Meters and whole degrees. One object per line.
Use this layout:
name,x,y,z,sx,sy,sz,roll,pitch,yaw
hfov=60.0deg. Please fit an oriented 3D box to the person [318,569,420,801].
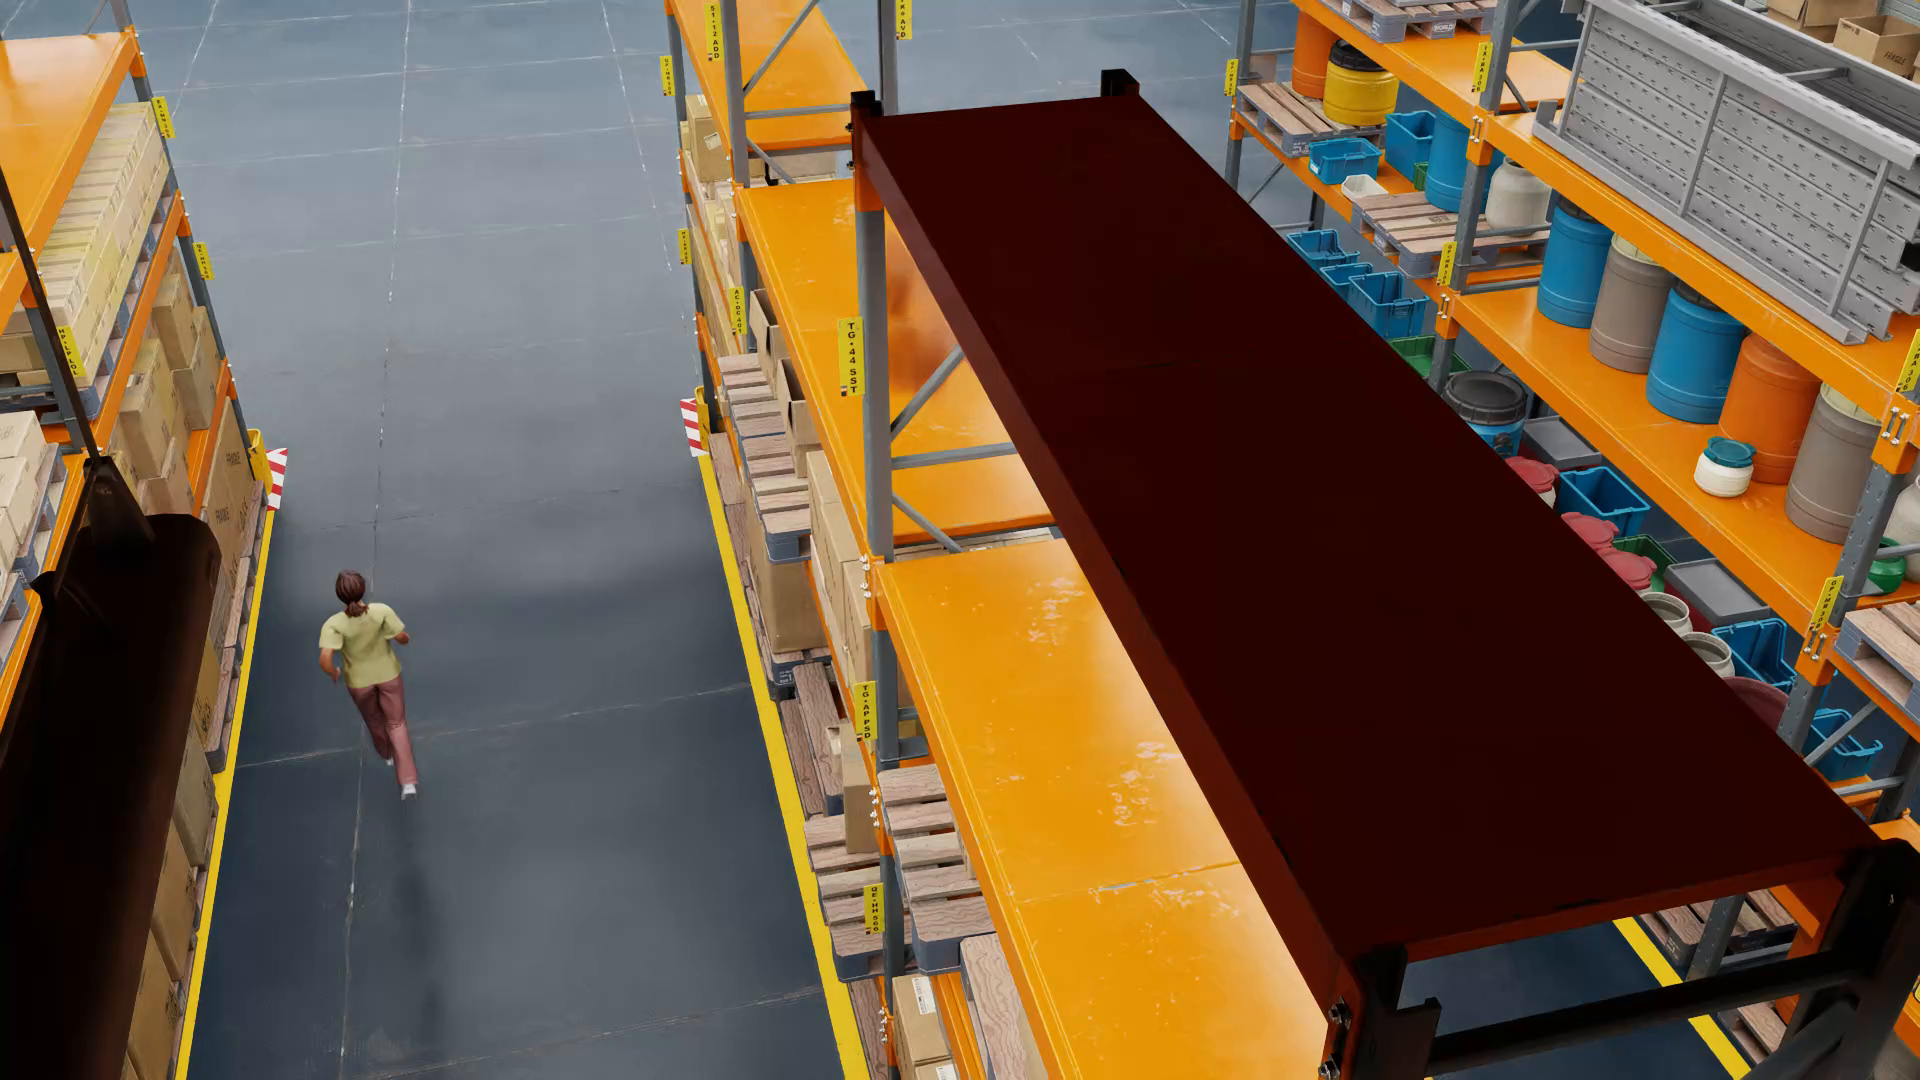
person,-3.789,1.028,10.821,0.562,1.426,0.855,-14,37,-19
